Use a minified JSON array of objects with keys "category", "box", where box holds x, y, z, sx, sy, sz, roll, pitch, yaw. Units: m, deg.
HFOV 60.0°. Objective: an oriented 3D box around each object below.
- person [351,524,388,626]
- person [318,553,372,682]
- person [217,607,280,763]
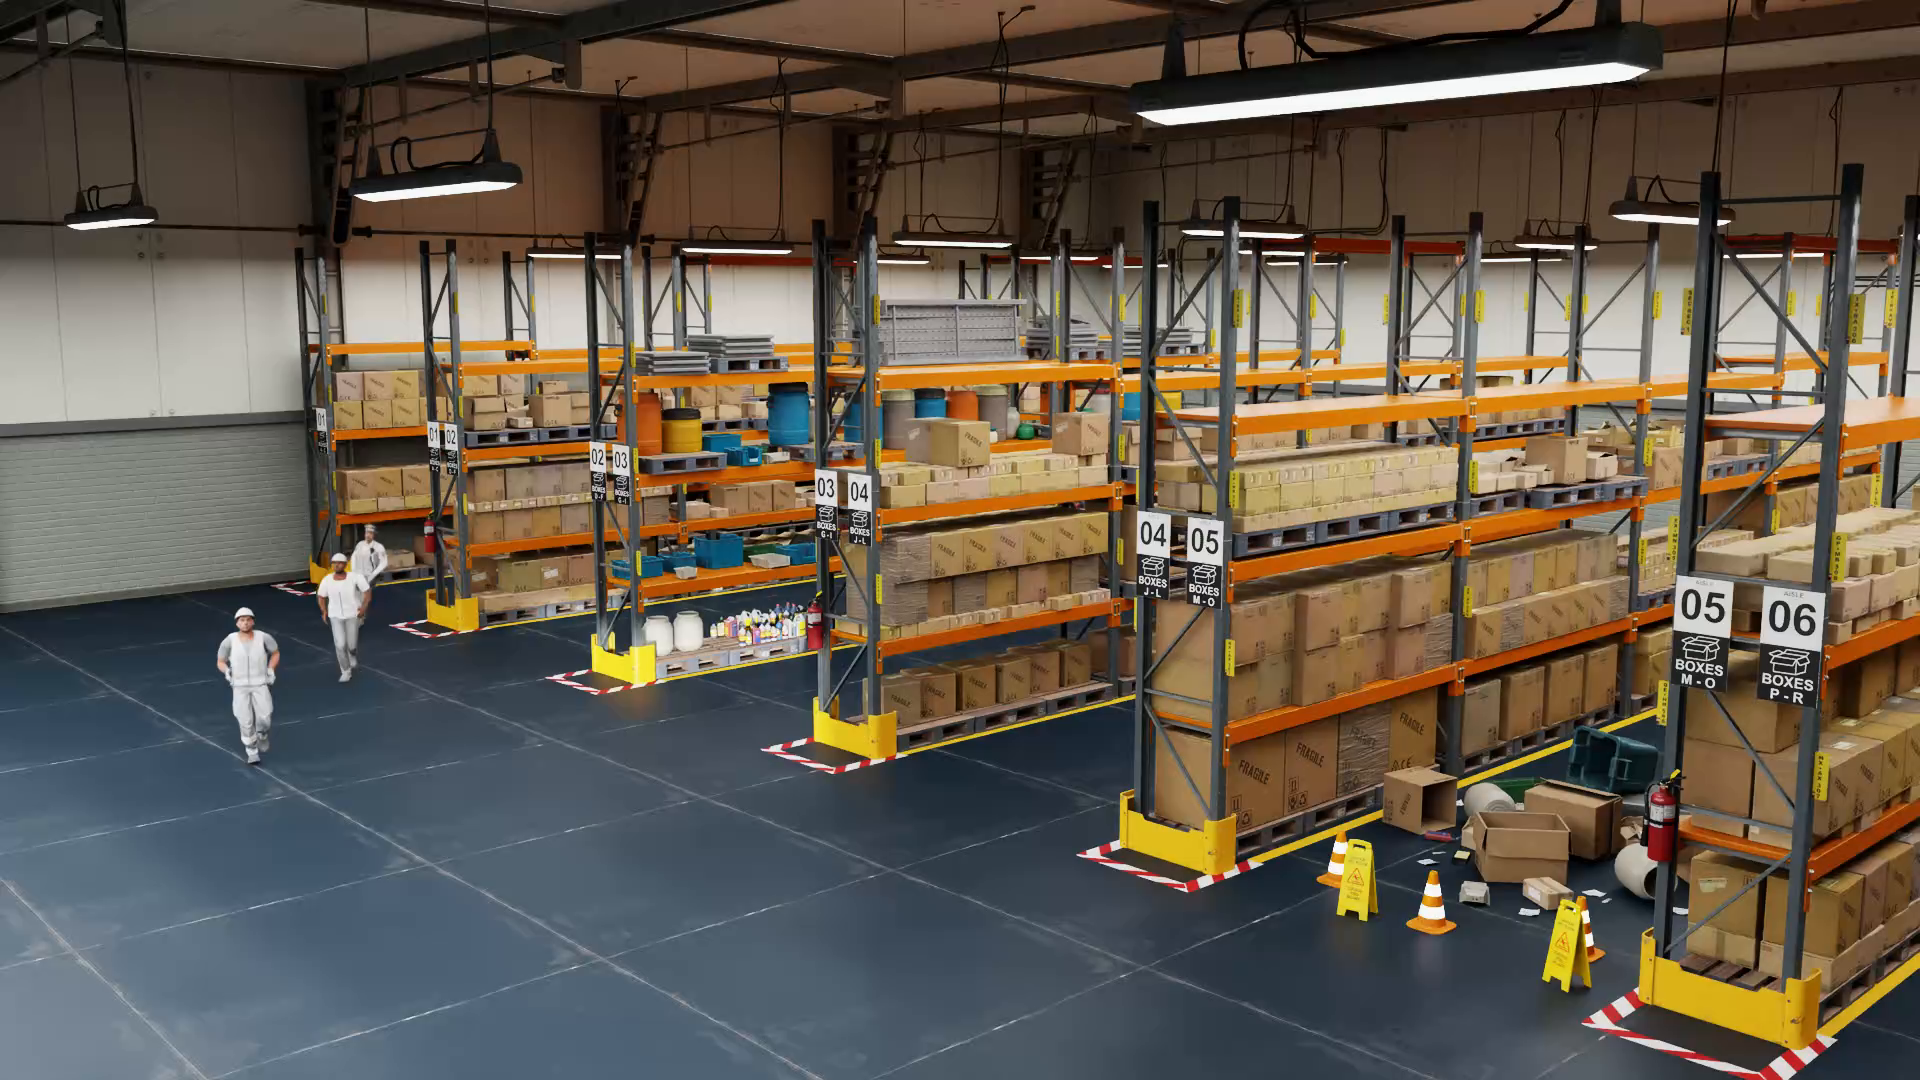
[{"category":"person","box":[-9.285,0.552,26.057,0.639,1.619,0.504,1,8,7]},{"category":"person","box":[-8.325,1.028,22.509,0.693,1.732,0.561,-1,9,-10]},{"category":"person","box":[-7.852,1.614,18.401,0.649,1.740,0.601,-4,9,-24]}]
